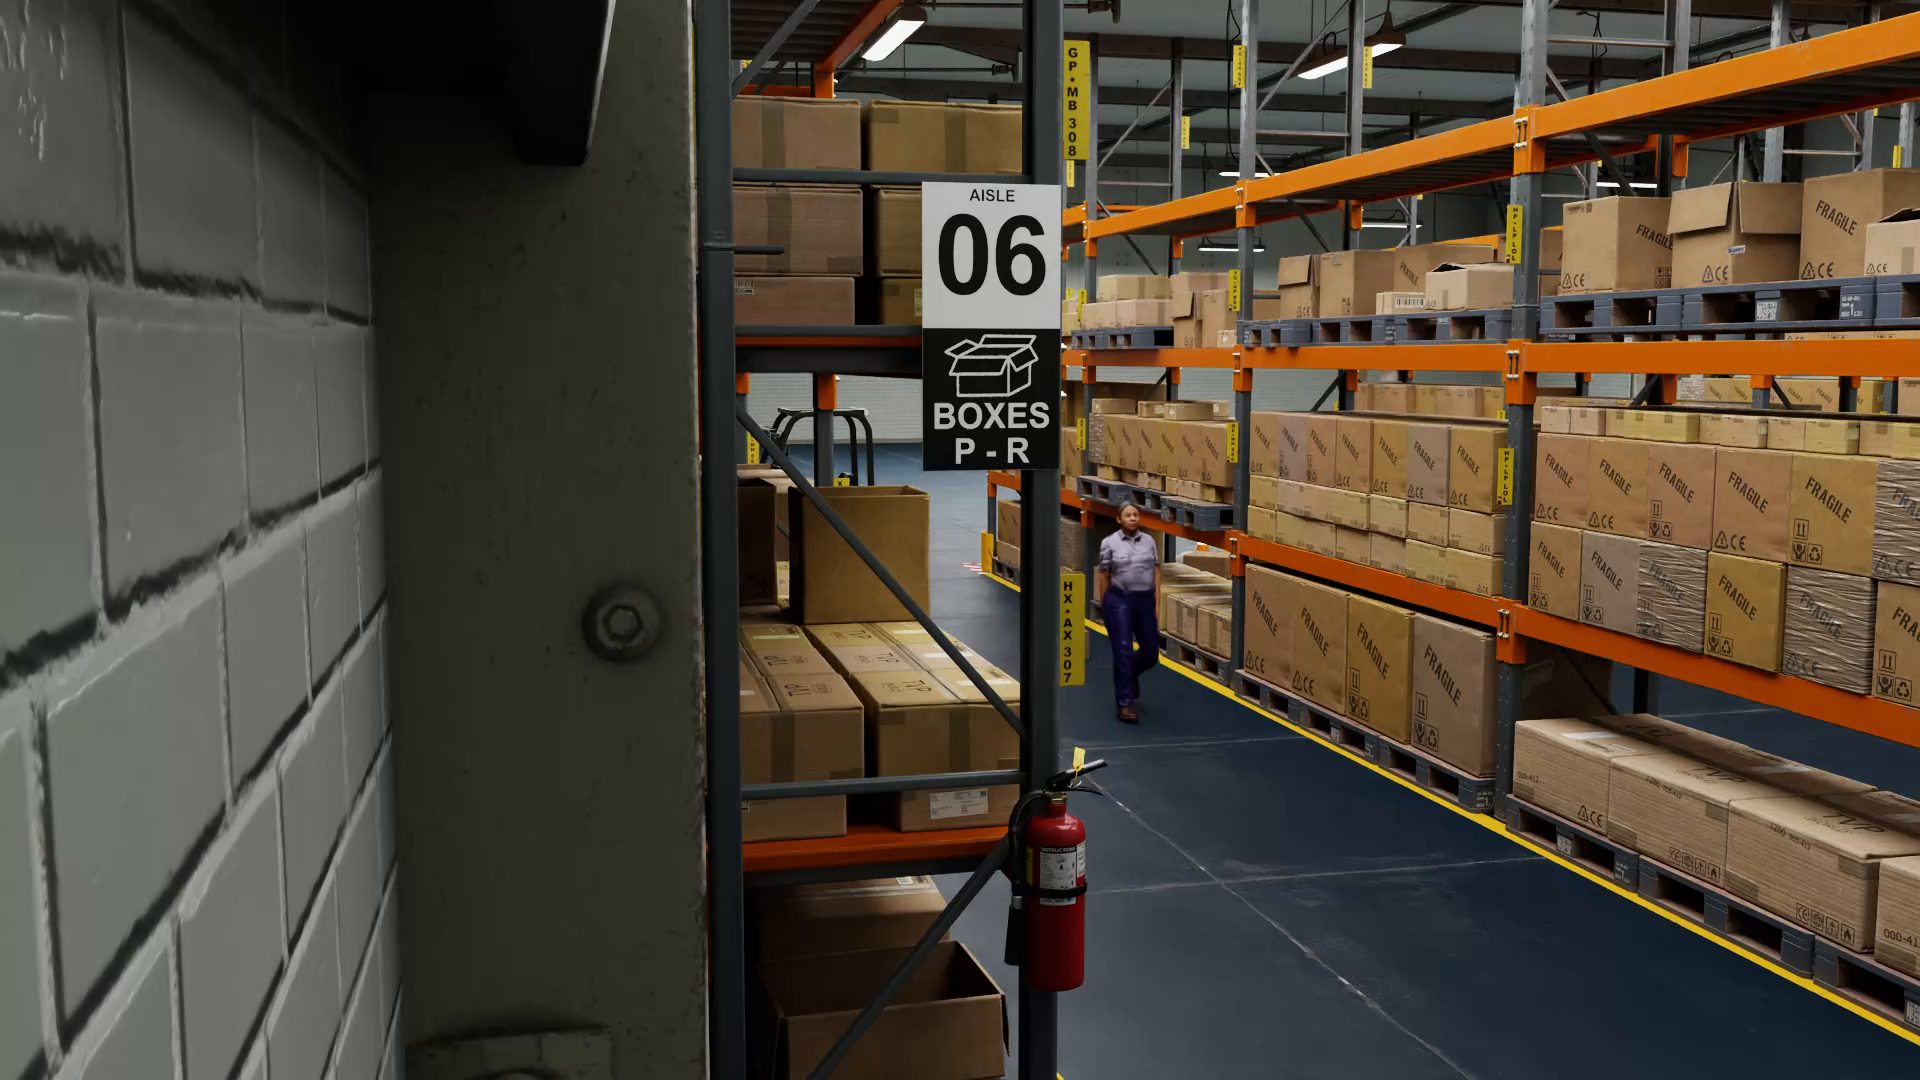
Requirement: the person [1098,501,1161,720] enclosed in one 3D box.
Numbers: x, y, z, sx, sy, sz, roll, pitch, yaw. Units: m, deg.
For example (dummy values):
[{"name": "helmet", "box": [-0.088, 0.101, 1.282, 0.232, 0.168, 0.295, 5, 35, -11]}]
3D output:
[{"name": "person", "box": [1.299, 0.509, 12.709, 0.473, 1.623, 0.728, -2, 6, -15]}]
